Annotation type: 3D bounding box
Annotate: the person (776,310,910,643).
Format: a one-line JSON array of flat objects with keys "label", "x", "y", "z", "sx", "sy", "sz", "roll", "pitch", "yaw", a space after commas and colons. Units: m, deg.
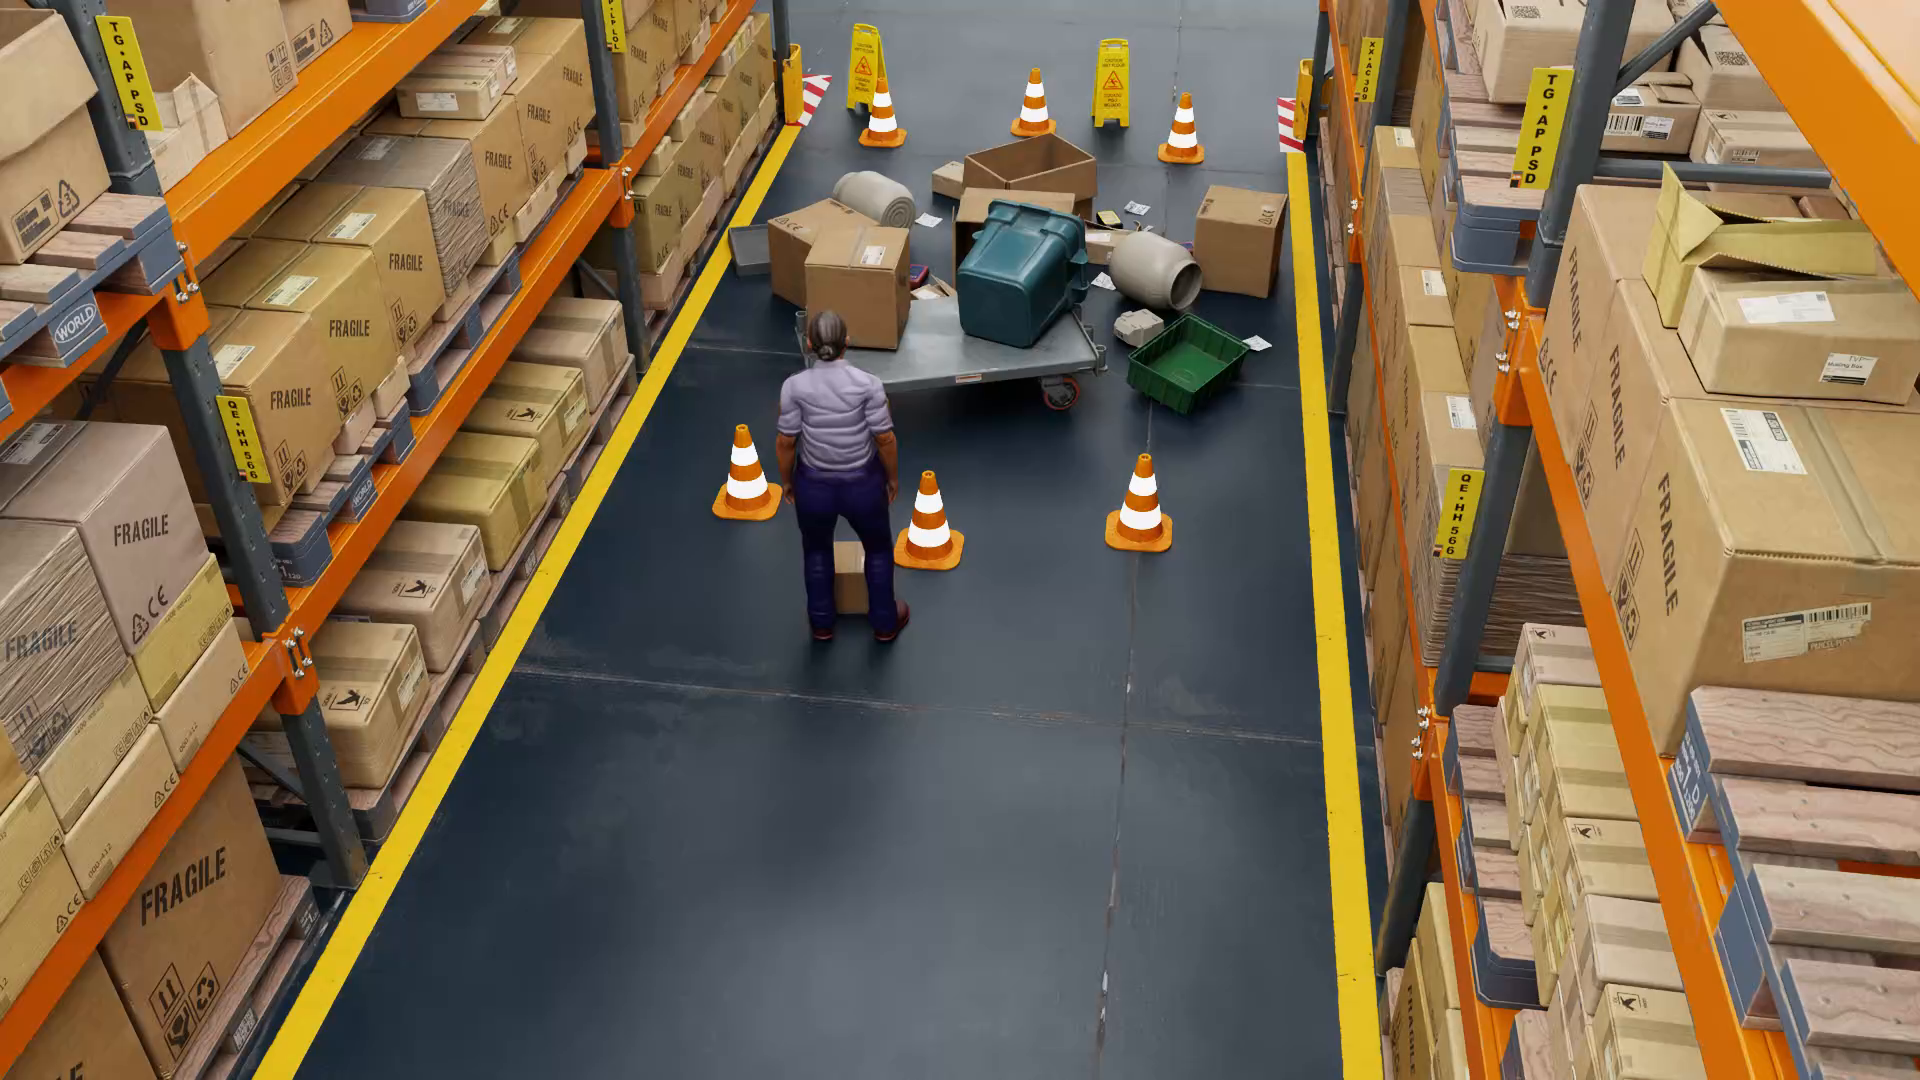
[{"label": "person", "x": -0.519, "y": -0.246, "z": 7.380, "sx": 0.561, "sy": 1.651, "sz": 0.377, "roll": 0, "pitch": 36, "yaw": 0}]
